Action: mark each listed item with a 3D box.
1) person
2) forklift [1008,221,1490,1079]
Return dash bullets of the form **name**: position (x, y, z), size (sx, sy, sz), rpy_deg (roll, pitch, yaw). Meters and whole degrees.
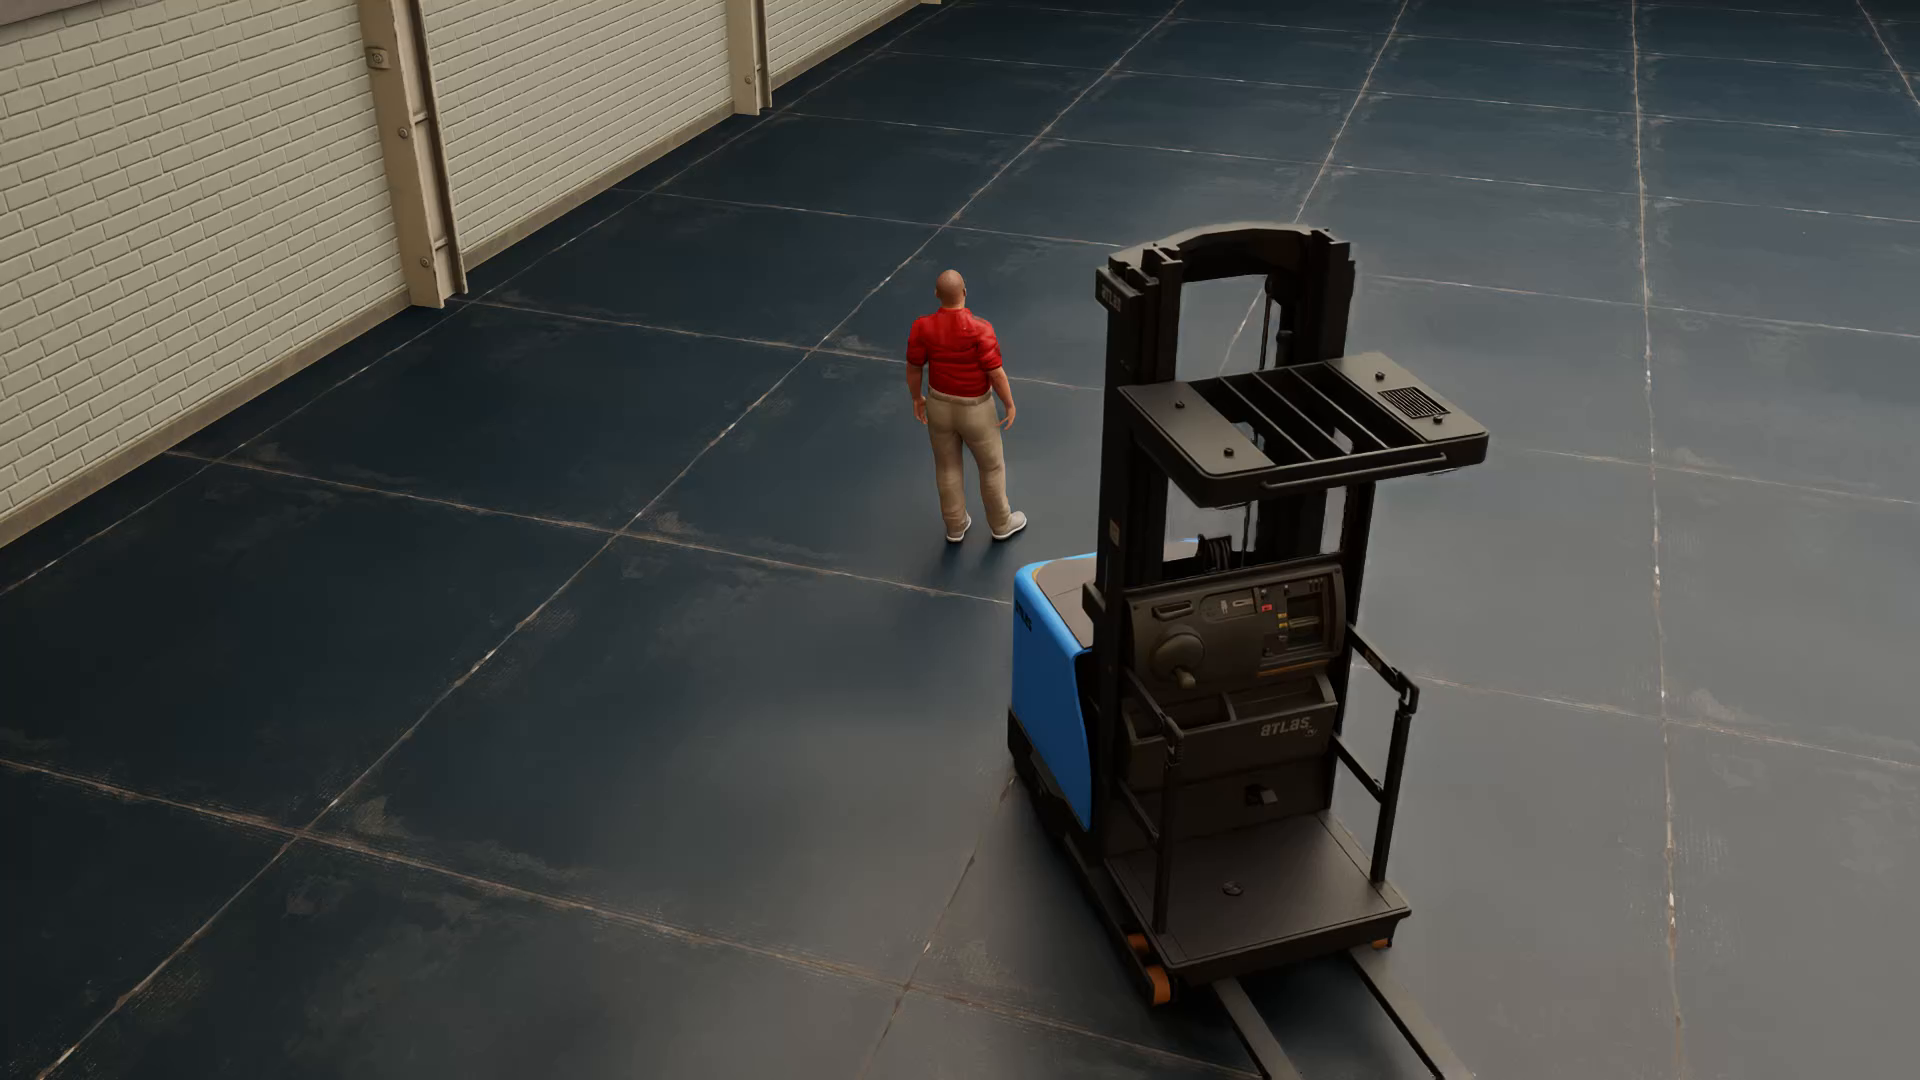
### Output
- **person**: position (0.040, -0.798, 9.735), size (0.642, 1.727, 0.550), rpy_deg (10, 31, 16)
- **forklift**: position (1.178, 0.395, 6.443), size (1.130, 2.935, 3.031), rpy_deg (-9, 31, -16)
